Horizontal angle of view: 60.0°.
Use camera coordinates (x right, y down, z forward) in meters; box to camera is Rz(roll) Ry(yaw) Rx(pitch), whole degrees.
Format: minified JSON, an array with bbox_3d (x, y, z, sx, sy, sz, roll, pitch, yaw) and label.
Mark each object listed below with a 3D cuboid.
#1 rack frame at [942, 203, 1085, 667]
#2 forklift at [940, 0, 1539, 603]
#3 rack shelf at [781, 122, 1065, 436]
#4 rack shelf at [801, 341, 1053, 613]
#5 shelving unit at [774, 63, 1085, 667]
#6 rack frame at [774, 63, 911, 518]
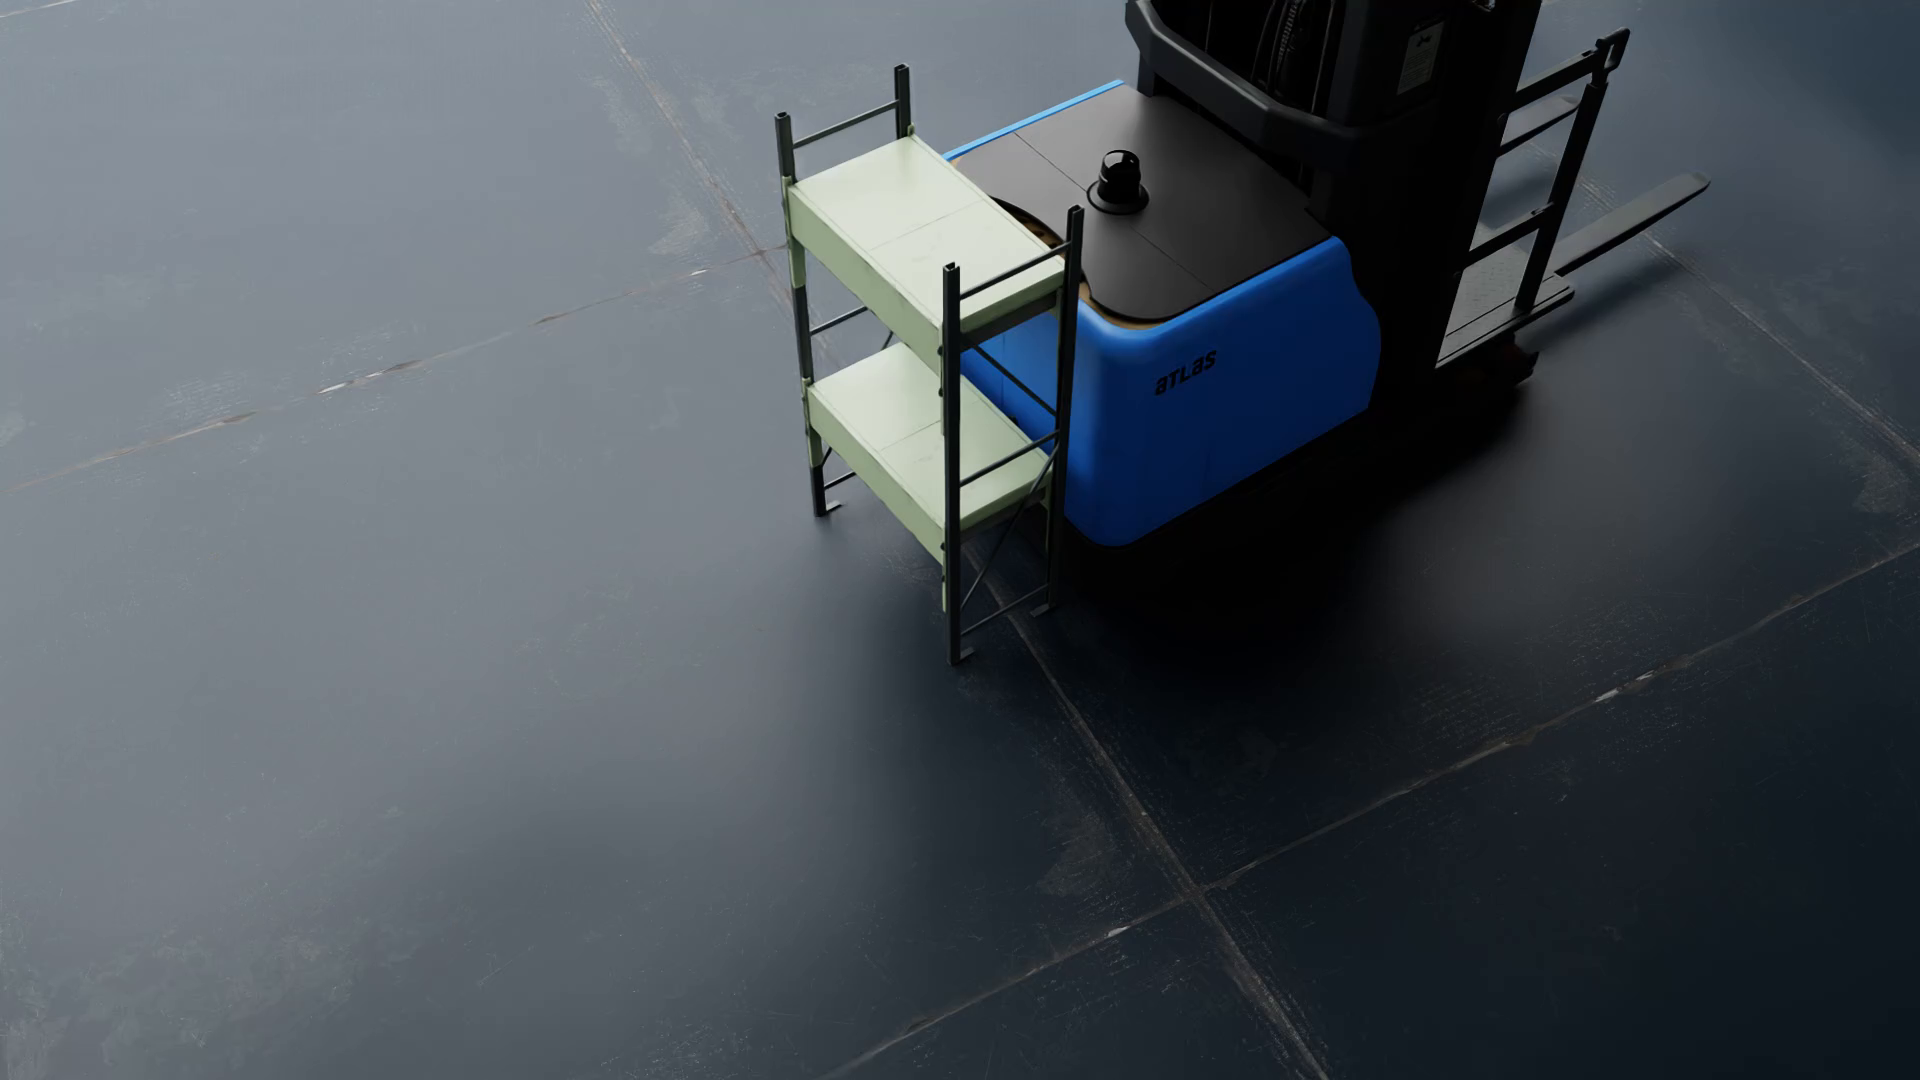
[{"bbox_3d":[0.128,-0.213,4.440,0.400,1.500,0.023,-29,55,-23],"label":"rack frame"},{"bbox_3d":[1.343,-1.683,4.774,3.031,2.935,1.130,-29,55,-23],"label":"forklift"},{"bbox_3d":[-0.086,-0.694,4.341,0.431,0.370,0.720,-29,55,-23],"label":"rack shelf"},{"bbox_3d":[-0.086,-0.222,4.881,0.431,0.370,0.720,-29,55,-23],"label":"rack shelf"},{"bbox_3d":[-0.086,-0.437,4.635,0.431,1.500,0.755,-29,55,-23],"label":"shelving unit"},{"bbox_3d":[-0.300,-0.660,4.831,0.400,1.500,0.023,-29,55,-23],"label":"rack frame"}]
